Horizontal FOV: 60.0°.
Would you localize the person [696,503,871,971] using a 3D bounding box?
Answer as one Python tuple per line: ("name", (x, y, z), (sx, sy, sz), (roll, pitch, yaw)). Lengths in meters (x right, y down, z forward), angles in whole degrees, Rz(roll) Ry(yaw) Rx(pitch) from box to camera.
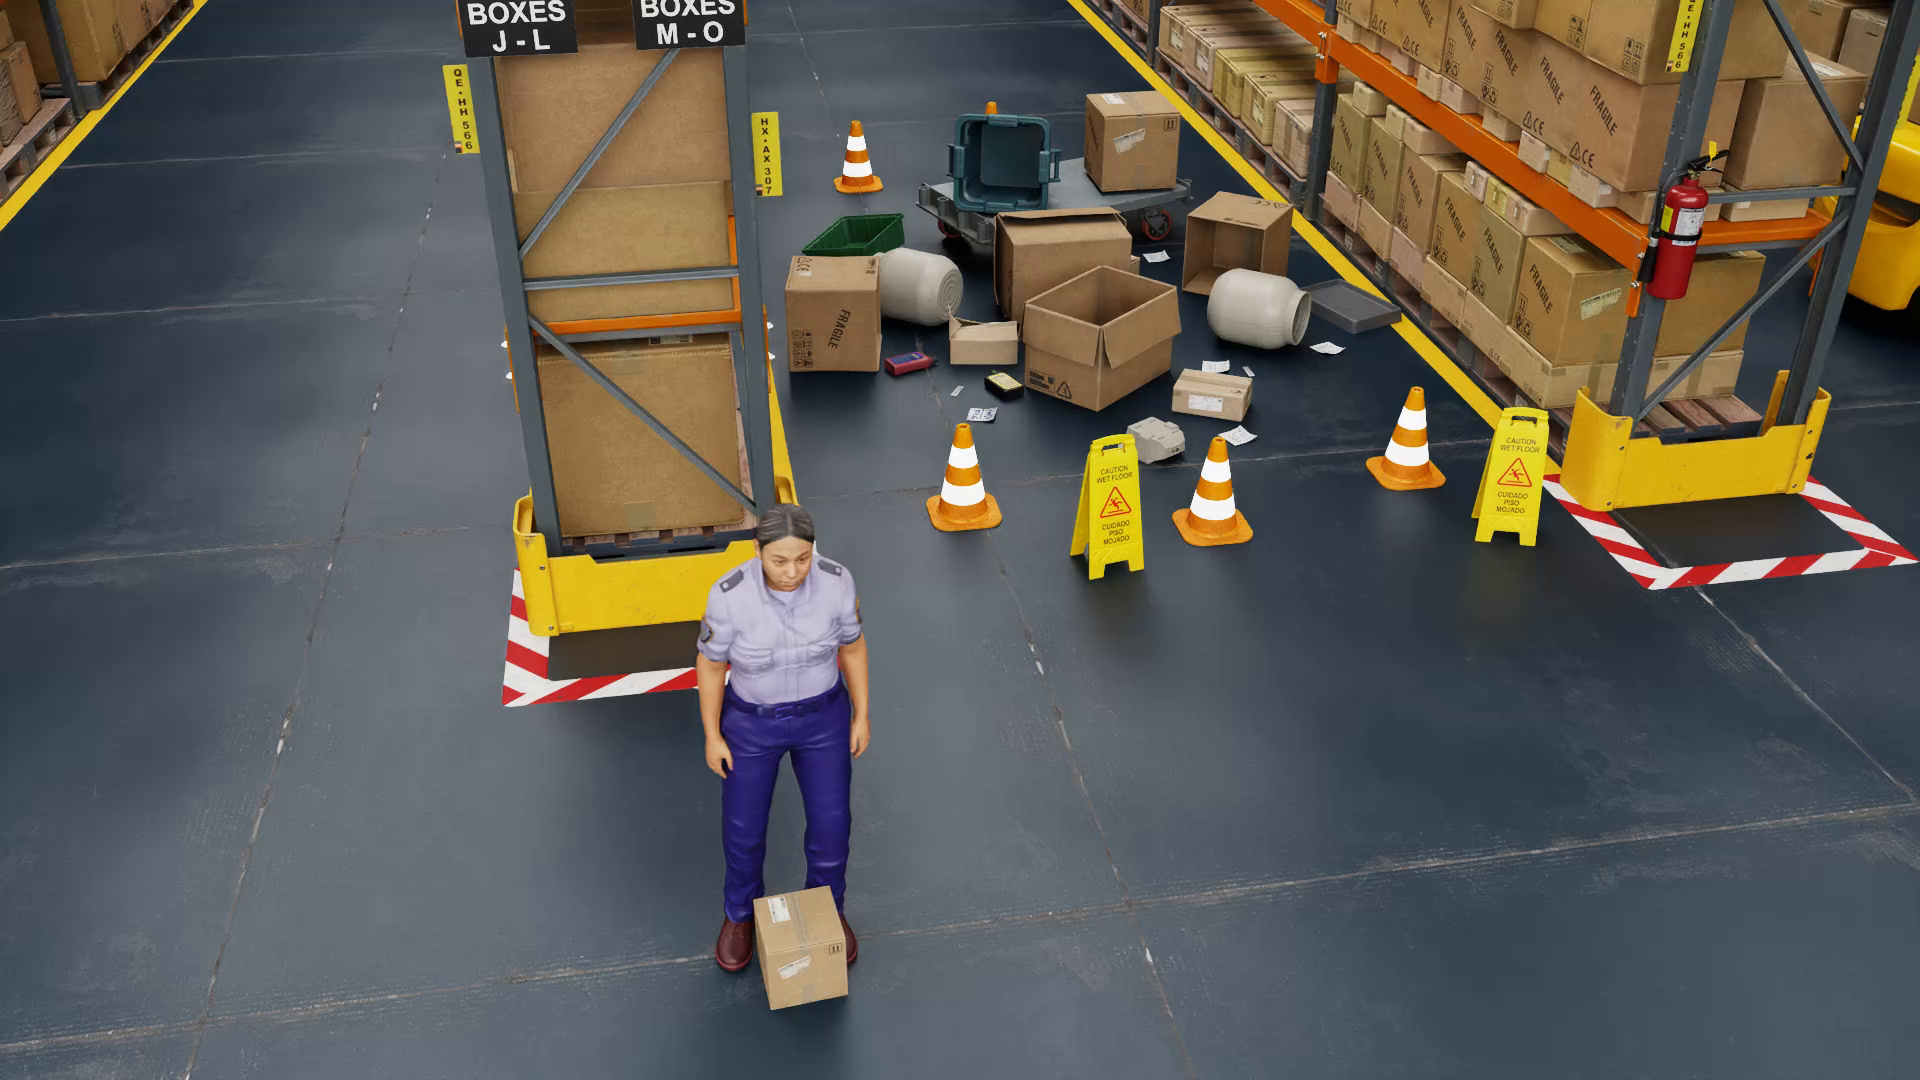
("person", (-0.544, 0.597, 5.141), (0.562, 1.651, 0.426), (-7, 32, -12))
